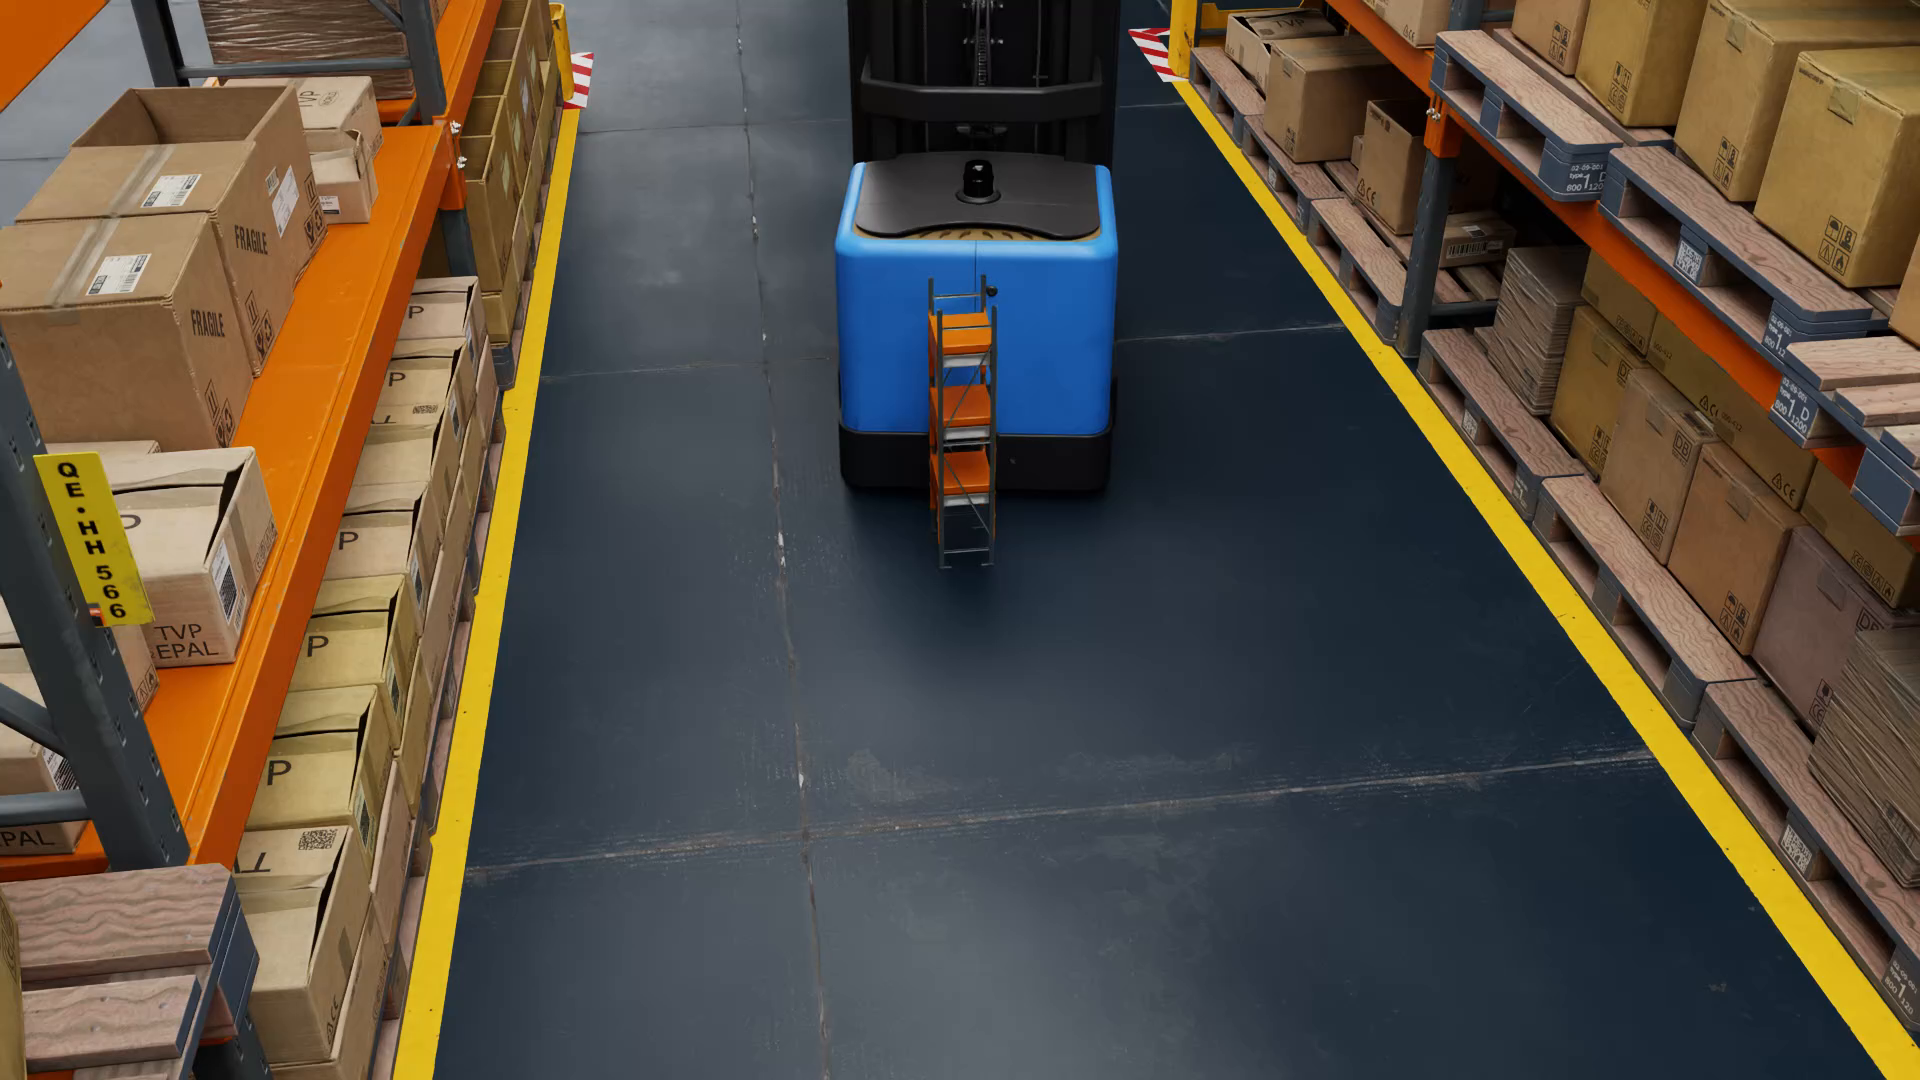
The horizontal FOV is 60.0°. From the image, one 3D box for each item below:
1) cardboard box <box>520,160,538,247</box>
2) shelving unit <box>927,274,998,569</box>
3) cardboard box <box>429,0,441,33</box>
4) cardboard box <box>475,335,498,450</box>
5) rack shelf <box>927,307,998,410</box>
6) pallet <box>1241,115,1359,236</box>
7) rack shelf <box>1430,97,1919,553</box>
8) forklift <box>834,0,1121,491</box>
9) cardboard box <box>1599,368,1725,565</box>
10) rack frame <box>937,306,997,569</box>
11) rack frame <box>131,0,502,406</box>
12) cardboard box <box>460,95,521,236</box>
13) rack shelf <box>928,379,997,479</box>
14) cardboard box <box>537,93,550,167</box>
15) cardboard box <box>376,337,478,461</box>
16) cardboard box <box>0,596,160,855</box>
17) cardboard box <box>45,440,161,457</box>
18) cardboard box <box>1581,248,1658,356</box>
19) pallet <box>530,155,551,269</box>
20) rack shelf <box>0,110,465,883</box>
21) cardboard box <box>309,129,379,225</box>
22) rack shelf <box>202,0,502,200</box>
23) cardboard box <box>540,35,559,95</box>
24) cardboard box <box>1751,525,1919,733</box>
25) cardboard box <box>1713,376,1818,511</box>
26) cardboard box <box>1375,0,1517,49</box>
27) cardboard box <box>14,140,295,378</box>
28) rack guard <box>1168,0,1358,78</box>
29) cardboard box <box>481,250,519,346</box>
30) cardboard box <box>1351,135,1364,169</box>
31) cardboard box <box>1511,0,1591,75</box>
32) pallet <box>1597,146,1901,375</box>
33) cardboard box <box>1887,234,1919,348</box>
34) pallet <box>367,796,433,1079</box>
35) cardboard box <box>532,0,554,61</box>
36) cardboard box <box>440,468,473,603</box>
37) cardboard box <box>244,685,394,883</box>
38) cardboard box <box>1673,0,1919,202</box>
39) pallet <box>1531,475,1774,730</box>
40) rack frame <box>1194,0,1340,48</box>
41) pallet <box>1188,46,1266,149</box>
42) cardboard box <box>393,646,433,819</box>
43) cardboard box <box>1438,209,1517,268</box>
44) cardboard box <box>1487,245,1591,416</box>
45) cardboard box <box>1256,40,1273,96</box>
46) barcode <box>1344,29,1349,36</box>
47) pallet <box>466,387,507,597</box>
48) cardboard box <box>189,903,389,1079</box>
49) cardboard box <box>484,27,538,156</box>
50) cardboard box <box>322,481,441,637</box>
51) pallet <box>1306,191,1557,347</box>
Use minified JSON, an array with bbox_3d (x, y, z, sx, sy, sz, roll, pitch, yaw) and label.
[{"bbox_3d":[-2.326,-1.614,8.024,0.500,0.250,0.500,-4,35,-6],"label":"cardboard box"},{"bbox_3d":[0.007,-0.404,5.911,0.215,1.050,0.252,-4,35,-6],"label":"shelving unit"},{"bbox_3d":[-2.583,-2.319,6.900,0.700,0.500,0.500,-5,35,-7],"label":"cardboard box"},{"bbox_3d":[-2.097,-0.564,6.483,0.500,0.250,0.500,-5,35,-7],"label":"cardboard box"},{"bbox_3d":[0.007,-0.630,5.757,0.215,0.259,0.240,-4,35,-6],"label":"rack shelf"},{"bbox_3d":[2.175,-2.016,9.020,1.003,0.211,1.213,-4,35,-6],"label":"pallet"},{"bbox_3d":[2.737,-0.700,5.253,1.077,0.370,4.000,-4,35,-6],"label":"rack shelf"},{"bbox_3d":[0.104,-2.202,6.878,1.130,2.935,3.031,1,34,2],"label":"forklift"},{"bbox_3d":[2.731,-0.281,5.827,0.700,0.500,0.500,-4,34,-6],"label":"cardboard box"},{"bbox_3d":[0.024,-0.336,5.811,0.200,1.050,0.008,-4,35,-6],"label":"rack frame"},{"bbox_3d":[-2.440,-1.736,6.134,1.000,3.000,0.127,-4,35,-6],"label":"rack frame"},{"bbox_3d":[-2.267,-1.644,7.402,0.500,0.500,0.500,-4,35,-6],"label":"cardboard box"},{"bbox_3d":[0.007,-0.395,5.916,0.215,0.259,0.240,-4,35,-6],"label":"rack shelf"},{"bbox_3d":[-2.465,-2.172,8.842,0.500,0.250,0.500,-4,35,-6],"label":"cardboard box"},{"bbox_3d":[-2.025,-0.511,5.907,0.500,0.311,0.500,-3,34,-5],"label":"cardboard box"},{"bbox_3d":[-1.908,0.326,3.187,0.500,0.311,0.500,-2,34,-3],"label":"cardboard box"},{"bbox_3d":[-2.129,-0.108,3.968,0.380,0.149,0.250,-2,34,-3],"label":"cardboard box"},{"bbox_3d":[2.646,-0.917,6.096,0.500,0.250,0.500,-5,35,-7],"label":"cardboard box"},{"bbox_3d":[-2.673,-1.713,8.577,1.003,0.211,1.213,-4,35,-6],"label":"pallet"},{"bbox_3d":[-2.171,-0.323,4.699,1.077,0.370,4.000,-4,35,-6],"label":"rack shelf"},{"bbox_3d":[-2.140,-1.204,5.473,0.396,0.266,0.258,-5,35,-8],"label":"cardboard box"},{"bbox_3d":[-2.709,-2.555,7.975,1.077,0.370,4.000,-4,35,-6],"label":"rack shelf"},{"bbox_3d":[-2.613,-2.729,9.659,0.500,0.250,0.500,-4,35,-6],"label":"cardboard box"},{"bbox_3d":[2.903,0.276,5.011,0.700,0.500,0.500,-4,35,-6],"label":"cardboard box"},{"bbox_3d":[2.769,-0.347,5.259,0.500,0.250,0.500,-5,35,-7],"label":"cardboard box"},{"bbox_3d":[2.104,-2.301,7.079,0.500,0.250,0.500,-4,35,-6],"label":"cardboard box"},{"bbox_3d":[-2.215,-0.774,4.634,0.500,0.500,0.500,-4,35,-6],"label":"cardboard box"},{"bbox_3d":[1.940,-3.270,10.605,1.175,0.500,0.348,-4,35,-6],"label":"rack guard"},{"bbox_3d":[-2.202,-1.055,7.204,0.500,0.250,0.500,-4,35,-6],"label":"cardboard box"},{"bbox_3d":[2.273,-2.011,8.679,0.380,0.149,0.250,-7,35,-10],"label":"cardboard box"},{"bbox_3d":[2.503,-2.050,6.115,0.700,0.500,0.500,-4,35,-6],"label":"cardboard box"},{"bbox_3d":[2.699,-0.904,5.083,1.003,0.211,1.213,-4,35,-6],"label":"pallet"},{"bbox_3d":[2.831,-0.676,4.099,0.700,0.500,0.500,-8,35,-11],"label":"cardboard box"},{"bbox_3d":[-1.974,1.186,4.323,1.003,0.211,1.213,-4,35,-6],"label":"pallet"},{"bbox_3d":[-2.611,-3.039,9.448,0.500,0.500,0.500,-4,35,-6],"label":"cardboard box"},{"bbox_3d":[-1.962,0.004,5.650,0.500,0.250,0.500,-4,34,-5],"label":"cardboard box"},{"bbox_3d":[-1.761,0.620,4.248,0.500,0.311,0.500,-5,35,-8],"label":"cardboard box"},{"bbox_3d":[2.690,-1.373,5.121,0.700,0.500,0.500,0,34,0],"label":"cardboard box"},{"bbox_3d":[2.742,0.155,5.835,1.003,0.211,1.213,-4,35,-6],"label":"pallet"},{"bbox_3d":[1.930,-4.346,9.963,1.000,3.000,0.127,-4,35,-6],"label":"rack frame"},{"bbox_3d":[2.015,-2.695,10.017,1.003,0.211,1.213,-4,35,-6],"label":"pallet"},{"bbox_3d":[-1.826,0.574,4.813,0.500,0.250,0.500,-5,35,-8],"label":"cardboard box"},{"bbox_3d":[2.366,-1.421,7.797,0.380,0.166,0.250,-9,35,-13],"label":"cardboard box"},{"bbox_3d":[2.584,-0.853,6.667,0.700,0.500,0.500,-3,34,-5],"label":"cardboard box"},{"bbox_3d":[2.011,-2.705,9.553,0.500,0.311,0.500,-2,34,-2],"label":"cardboard box"},{"bbox_3d":[2.333,-3.047,10.047,0.001,0.075,0.075,-4,35,-6],"label":"barcode"},{"bbox_3d":[-2.302,-0.176,6.321,1.003,0.211,1.213,-4,35,-6],"label":"pallet"},{"bbox_3d":[-1.682,1.144,3.976,0.500,0.250,0.500,-4,35,-7],"label":"cardboard box"},{"bbox_3d":[-2.396,-2.203,8.222,0.500,0.500,0.500,-4,35,-6],"label":"cardboard box"},{"bbox_3d":[-1.897,0.048,5.086,0.500,0.311,0.500,-5,35,-7],"label":"cardboard box"},{"bbox_3d":[2.343,-1.333,8.019,1.003,0.211,1.213,-4,35,-6],"label":"pallet"}]
